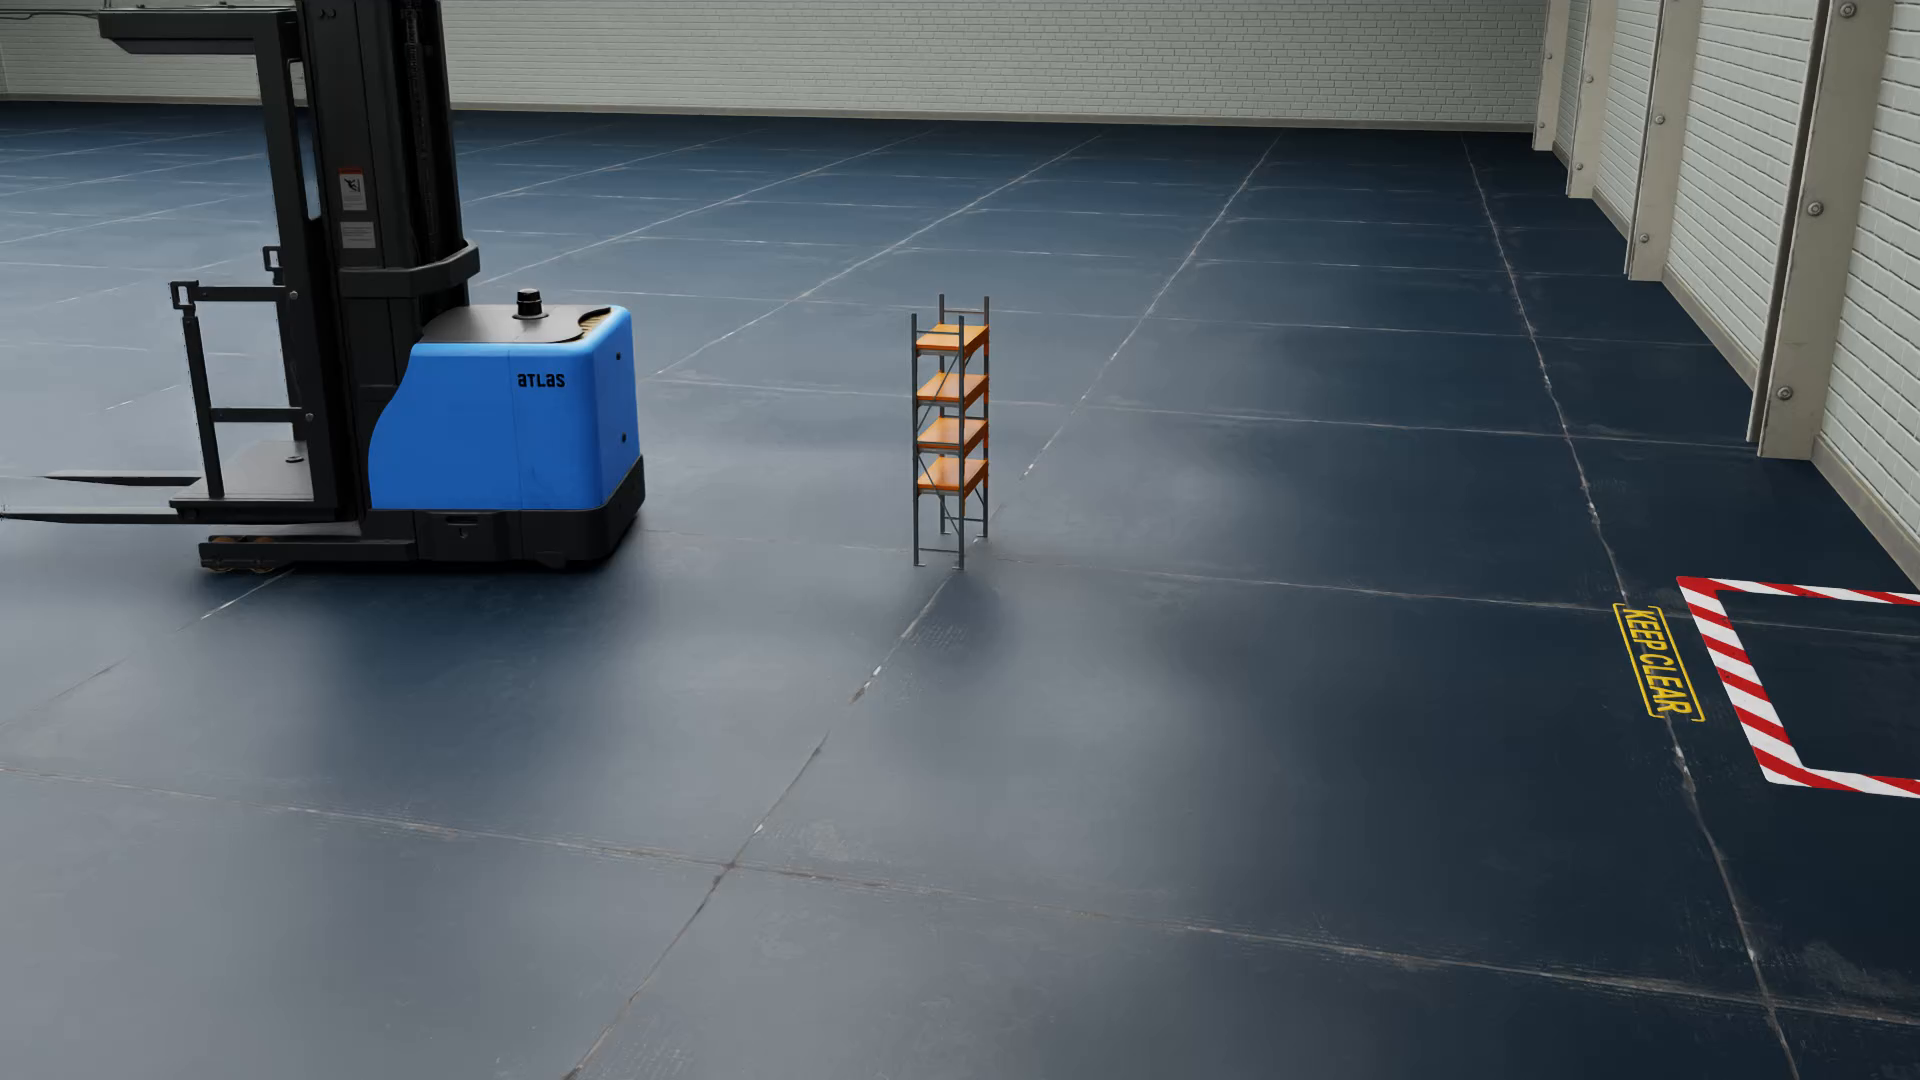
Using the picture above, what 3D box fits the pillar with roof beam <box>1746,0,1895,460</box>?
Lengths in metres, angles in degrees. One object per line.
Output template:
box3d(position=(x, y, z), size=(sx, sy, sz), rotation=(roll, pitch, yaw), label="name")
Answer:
box3d(position=(0.632, -5.128, 9.278), size=(9.100, 9.000, 0.400), rotation=(5, 19, 13), label="pillar with roof beam")

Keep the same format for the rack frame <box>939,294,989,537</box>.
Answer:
box3d(position=(0.019, -0.592, 8.066), size=(0.240, 1.200, 0.015), rotation=(5, 19, 13), label="rack frame")

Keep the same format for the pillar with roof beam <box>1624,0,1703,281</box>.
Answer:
box3d(position=(2.098, -7.008, 14.783), size=(9.100, 9.000, 0.400), rotation=(5, 19, 13), label="pillar with roof beam")

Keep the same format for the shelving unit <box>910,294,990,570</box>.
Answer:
box3d(position=(-0.040, -0.516, 7.842), size=(0.258, 1.200, 0.503), rotation=(5, 19, 13), label="shelving unit")

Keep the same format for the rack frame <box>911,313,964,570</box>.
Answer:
box3d(position=(-0.100, -0.439, 7.618), size=(0.240, 1.200, 0.015), rotation=(5, 19, 13), label="rack frame")

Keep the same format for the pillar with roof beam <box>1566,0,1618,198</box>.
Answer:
box3d(position=(3.564, -8.889, 20.289), size=(9.100, 9.000, 0.400), rotation=(5, 19, 13), label="pillar with roof beam")

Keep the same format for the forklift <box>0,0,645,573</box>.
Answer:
box3d(position=(-3.147, -1.403, 7.759), size=(3.031, 2.935, 1.130), rotation=(0, 19, 1), label="forklift")

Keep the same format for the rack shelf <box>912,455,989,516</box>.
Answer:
box3d(position=(-0.040, -0.264, 7.928), size=(0.258, 0.148, 0.480), rotation=(5, 19, 13), label="rack shelf")

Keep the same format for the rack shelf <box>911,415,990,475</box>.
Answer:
box3d(position=(-0.040, -0.452, 7.863), size=(0.258, 0.148, 0.480), rotation=(5, 19, 13), label="rack shelf")

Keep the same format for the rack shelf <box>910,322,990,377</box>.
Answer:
box3d(position=(-0.040, -0.888, 7.715), size=(0.258, 0.148, 0.480), rotation=(5, 19, 13), label="rack shelf")

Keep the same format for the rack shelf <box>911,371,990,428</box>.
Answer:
box3d(position=(-0.040, -0.664, 7.791), size=(0.258, 0.148, 0.480), rotation=(5, 19, 13), label="rack shelf")

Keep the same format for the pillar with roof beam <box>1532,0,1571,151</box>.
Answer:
box3d(position=(5.030, -10.769, 25.795), size=(9.100, 9.000, 0.400), rotation=(5, 19, 13), label="pillar with roof beam")

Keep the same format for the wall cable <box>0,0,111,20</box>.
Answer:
box3d(position=(-19.339, -12.267, 34.983), size=(3.097, 2.526, 0.112), rotation=(5, 19, 13), label="wall cable")
